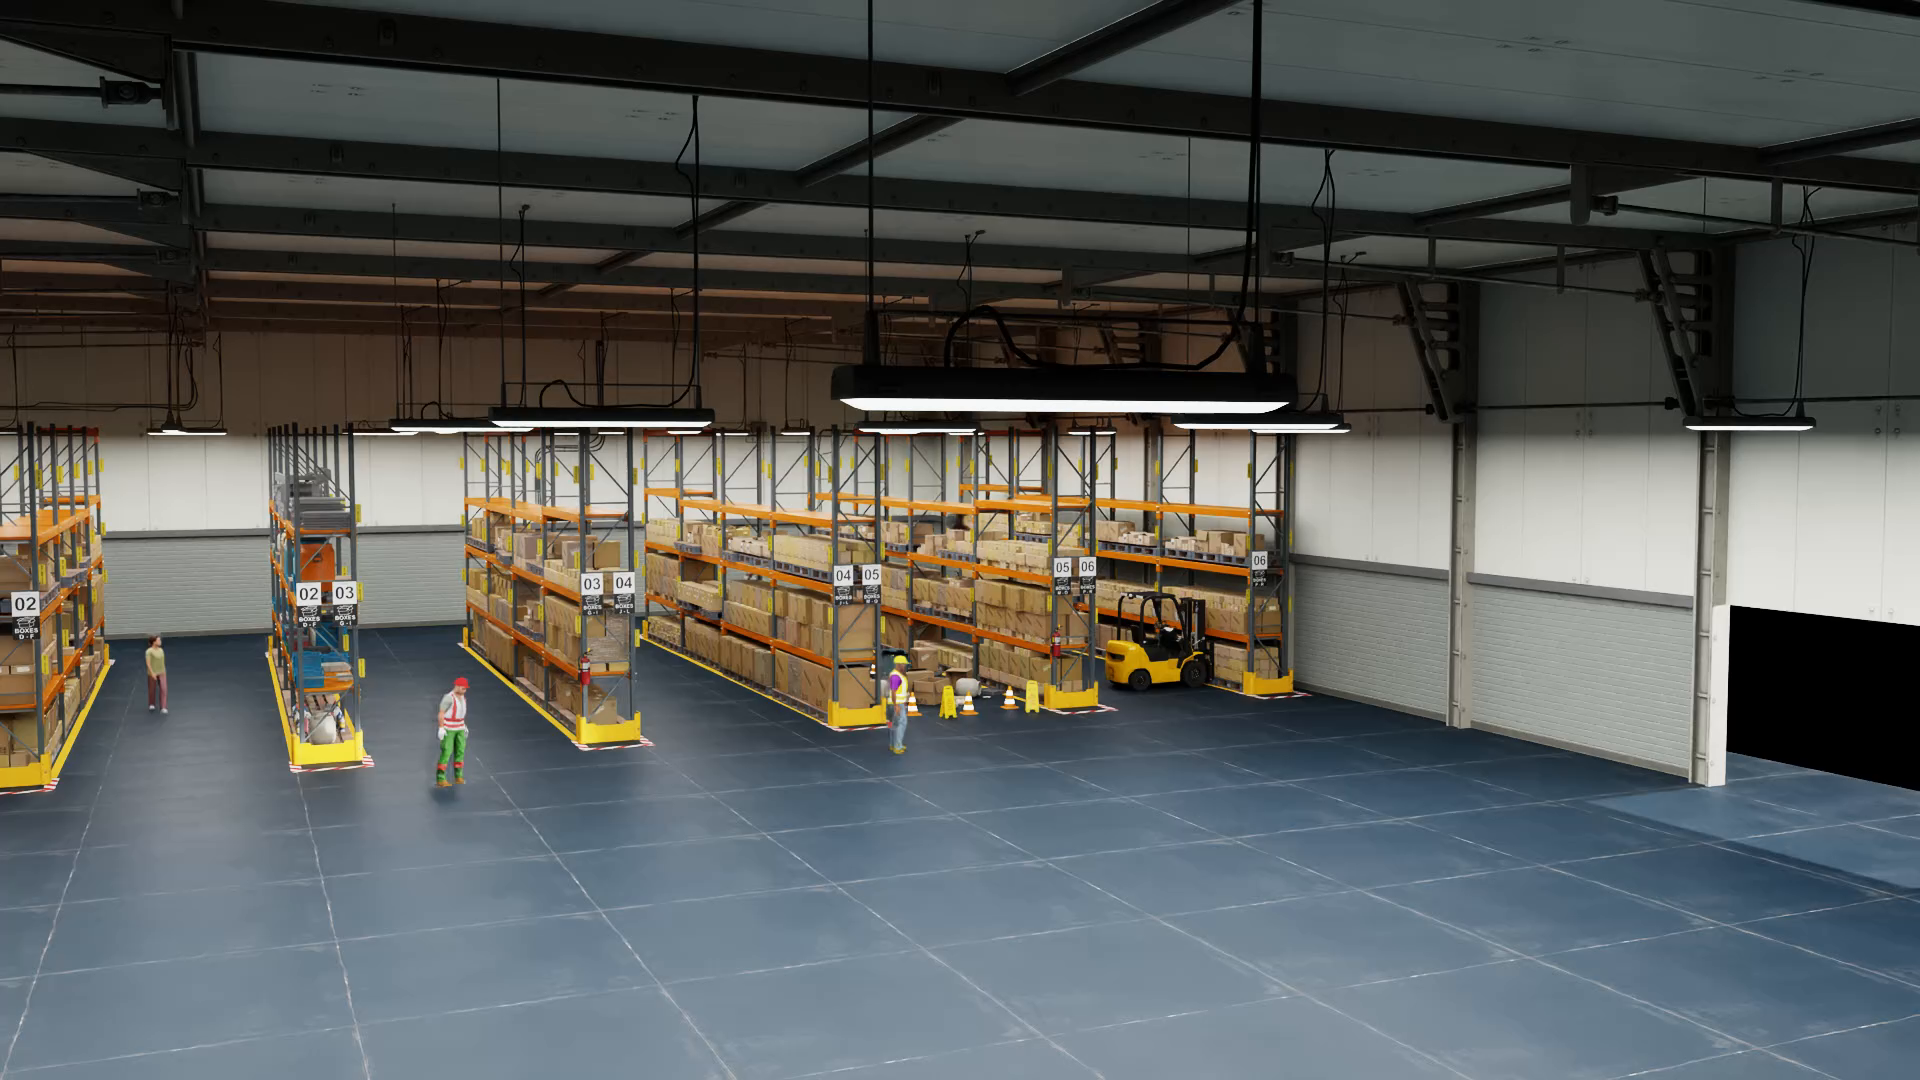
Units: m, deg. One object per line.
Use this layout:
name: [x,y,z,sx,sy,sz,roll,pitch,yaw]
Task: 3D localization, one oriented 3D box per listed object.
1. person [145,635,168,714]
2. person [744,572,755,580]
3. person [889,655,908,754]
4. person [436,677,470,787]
person: [-16.737,2.790,34.621,0.401,1.626,1.006,-2,4,-31]
person: [-6.696,1.686,52.854,0.391,1.587,0.443,2,4,35]
person: [-1.112,3.016,30.449,0.399,1.823,0.616,0,3,1]
person: [-8.345,3.160,27.503,0.462,1.778,0.627,1,4,21]
